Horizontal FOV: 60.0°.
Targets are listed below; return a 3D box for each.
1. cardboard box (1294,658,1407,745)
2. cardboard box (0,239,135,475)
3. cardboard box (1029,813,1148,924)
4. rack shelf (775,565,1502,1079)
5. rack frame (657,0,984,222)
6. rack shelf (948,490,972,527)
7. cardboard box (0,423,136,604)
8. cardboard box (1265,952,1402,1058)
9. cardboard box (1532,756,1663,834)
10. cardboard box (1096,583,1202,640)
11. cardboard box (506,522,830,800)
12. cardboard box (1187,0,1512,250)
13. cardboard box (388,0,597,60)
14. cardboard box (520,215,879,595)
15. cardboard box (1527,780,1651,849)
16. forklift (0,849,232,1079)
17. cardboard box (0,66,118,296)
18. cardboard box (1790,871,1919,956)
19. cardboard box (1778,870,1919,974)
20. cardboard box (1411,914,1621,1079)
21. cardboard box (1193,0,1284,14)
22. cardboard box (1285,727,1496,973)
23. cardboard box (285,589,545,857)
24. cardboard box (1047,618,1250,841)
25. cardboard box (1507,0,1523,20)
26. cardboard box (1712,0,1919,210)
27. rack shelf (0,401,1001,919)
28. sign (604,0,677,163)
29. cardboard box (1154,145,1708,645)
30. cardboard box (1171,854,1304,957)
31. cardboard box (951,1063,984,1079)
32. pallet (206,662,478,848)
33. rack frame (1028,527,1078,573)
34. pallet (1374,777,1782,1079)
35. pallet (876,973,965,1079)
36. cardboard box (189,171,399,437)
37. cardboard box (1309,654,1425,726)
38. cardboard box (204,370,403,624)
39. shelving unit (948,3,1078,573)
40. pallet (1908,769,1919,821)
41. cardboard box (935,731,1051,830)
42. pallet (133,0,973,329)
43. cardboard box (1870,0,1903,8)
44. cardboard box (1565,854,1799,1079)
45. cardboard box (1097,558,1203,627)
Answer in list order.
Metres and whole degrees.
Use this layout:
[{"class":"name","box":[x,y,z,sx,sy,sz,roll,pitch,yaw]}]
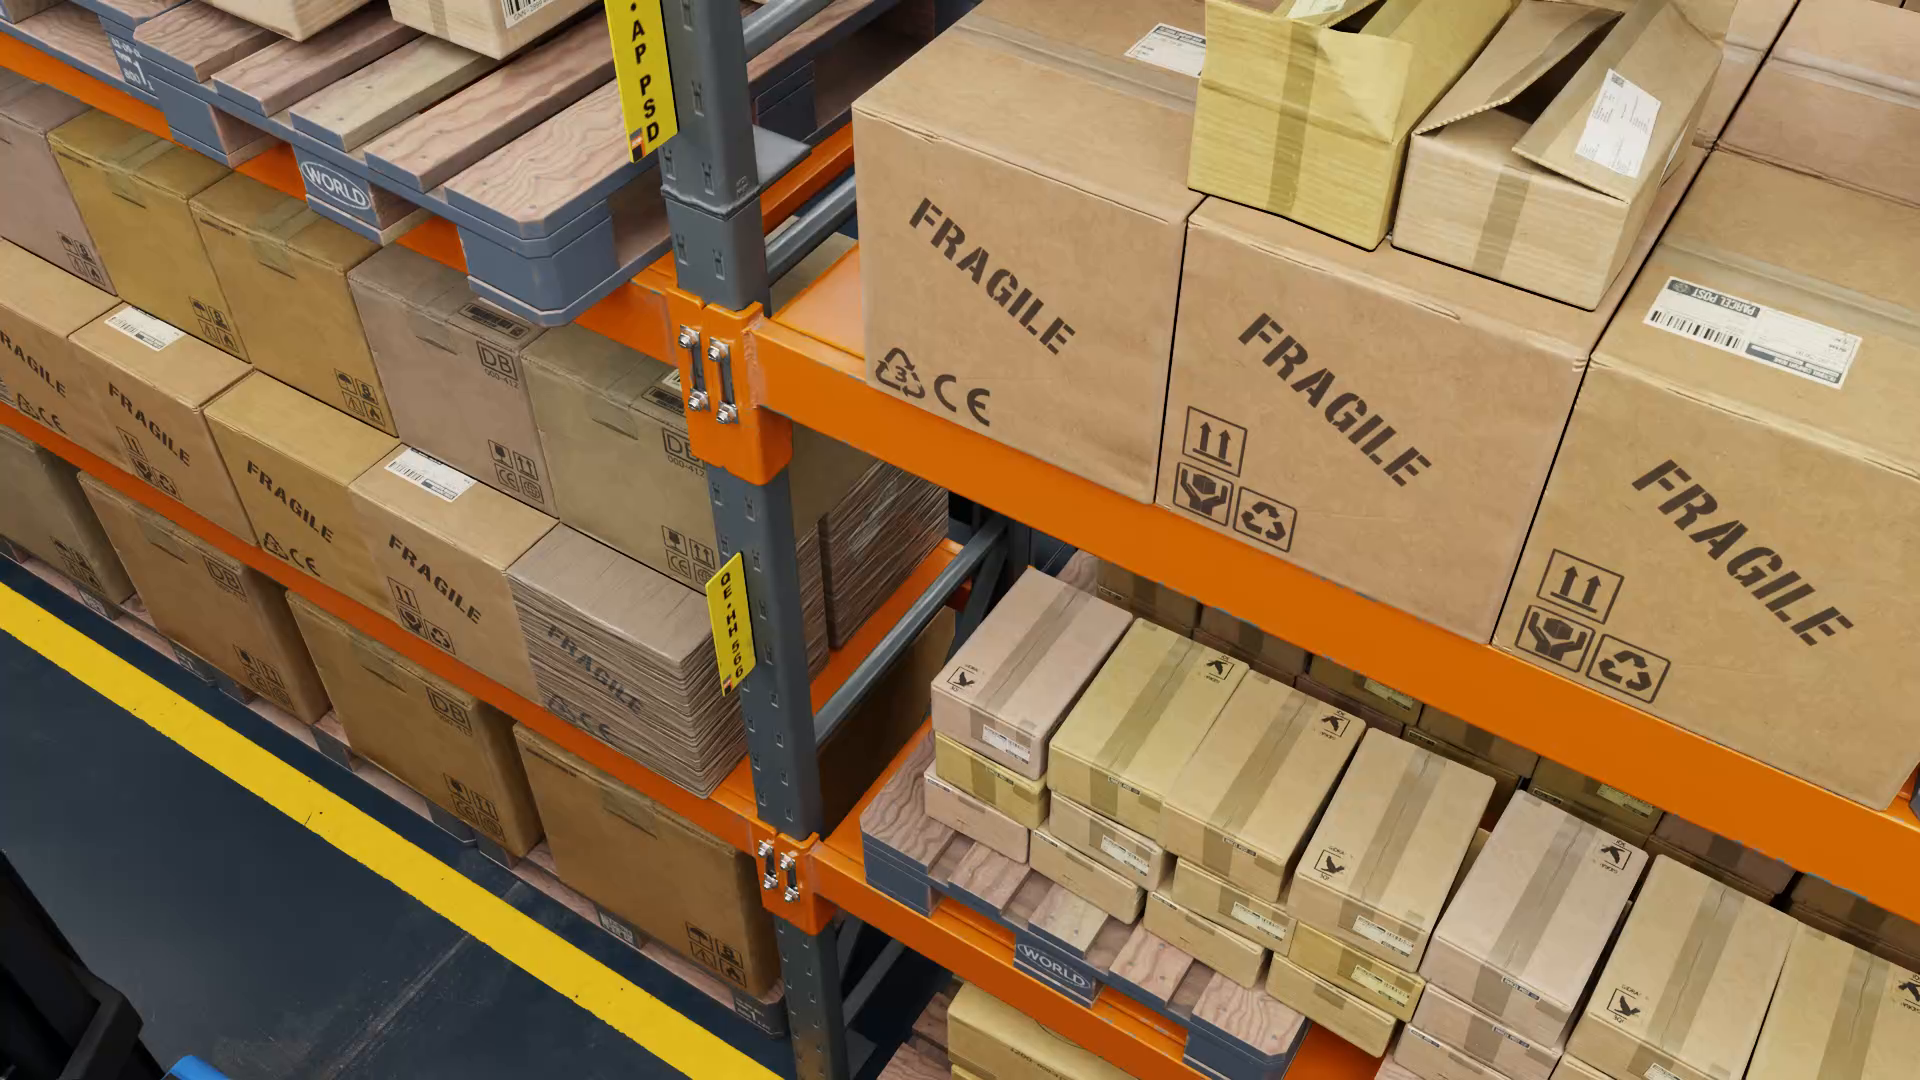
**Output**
[{"class":"cardboard box","box":[0.947,0.285,3.764,0.250,0.149,0.380,26,51,23]},{"class":"cardboard box","box":[-2.366,-0.594,4.666,0.500,0.500,0.500,24,51,22]},{"class":"cardboard box","box":[0.353,0.574,3.483,0.250,0.149,0.380,27,52,24]},{"class":"rack shelf","box":[1.543,1.258,3.437,4.000,0.370,1.077,25,51,22]},{"class":"rack frame","box":[-0.141,-1.857,1.780,0.127,3.000,1.000,25,51,22]},{"class":"rack shelf","box":[0.139,-0.170,5.946,0.480,0.518,0.431,25,51,22]},{"class":"cardboard box","box":[-2.937,-0.492,5.912,0.750,0.750,1.050,24,51,22]},{"class":"cardboard box","box":[0.808,0.781,3.282,0.250,0.149,0.380,27,52,24]},{"class":"cardboard box","box":[1.388,0.385,3.459,0.250,0.149,0.380,24,51,22]},{"class":"cardboard box","box":[0.523,0.088,3.955,0.250,0.149,0.380,26,51,23]},{"class":"cardboard box","box":[-0.665,0.186,3.908,0.500,0.500,0.500,25,51,22]},{"class":"cardboard box","box":[0.485,-0.591,2.038,0.258,0.266,0.396,25,51,22]},{"class":"cardboard box","box":[-0.764,-1.011,2.850,0.250,0.166,0.380,25,51,22]},{"class":"cardboard box","box":[-0.513,-0.330,3.712,0.500,0.500,0.700,24,51,22]},{"class":"cardboard box","box":[1.383,0.487,3.568,0.250,0.149,0.380,23,50,20]},{"class":"forklift","box":[-2.570,0.903,3.329,3.031,2.935,1.130,23,50,21]},{"class":"cardboard box","box":[-2.227,-1.116,4.476,0.500,0.500,0.700,25,51,22]},{"class":"cardboard box","box":[1.825,0.585,3.265,0.250,0.149,0.380,24,50,21]},{"class":"cardboard box","box":[1.831,0.691,3.369,0.250,0.149,0.380,23,50,20]},{"class":"cardboard box","box":[1.035,0.779,3.077,0.250,0.149,0.380,25,51,22]},{"class":"cardboard box","box":[0.477,-0.779,2.754,0.500,0.500,0.500,25,51,22]},{"class":"cardboard box","box":[0.798,0.566,3.076,0.250,0.149,0.380,23,50,21]},{"class":"cardboard box","box":[-1.342,0.244,5.197,0.750,0.750,1.050,25,51,23]},{"class":"cardboard box","box":[0.371,0.366,3.271,0.250,0.149,0.380,23,50,21]},{"class":"cardboard box","box":[0.780,-0.924,2.362,0.258,0.266,0.396,25,51,22]},{"class":"cardboard box","box":[1.324,-0.397,2.383,0.500,0.500,0.500,25,51,22]},{"class":"rack shelf","box":[-1.824,-0.290,4.942,4.000,0.370,1.077,25,51,22]},{"class":"sign","box":[-0.447,-0.688,2.320,0.005,0.325,0.100,25,51,22]},{"class":"cardboard box","box":[0.621,-0.276,2.265,0.500,0.500,0.500,25,51,22]},{"class":"cardboard box","box":[0.614,0.584,3.266,0.250,0.149,0.380,23,50,21]},{"class":"cardboard box","box":[0.317,1.386,4.262,0.500,0.500,0.500,23,50,21]},{"class":"pallet","box":[-1.786,0.381,5.732,1.213,0.211,1.003,25,51,22]},{"class":"rack frame","box":[0.345,-0.573,5.343,0.015,2.100,0.400,25,51,22]},{"class":"pallet","box":[1.548,1.042,3.280,1.213,0.211,1.003,25,51,22]},{"class":"pallet","box":[0.516,1.509,4.637,1.213,0.211,1.003,25,51,22]},{"class":"cardboard box","box":[-1.373,-0.722,4.093,0.500,0.500,0.700,24,50,22]},{"class":"cardboard box","box":[0.969,0.190,3.649,0.250,0.149,0.380,26,51,23]},{"class":"cardboard box","box":[-1.505,-0.201,4.284,0.500,0.500,0.500,24,50,21]},{"class":"shelving unit","box":[0.139,-0.668,5.435,0.503,2.100,0.431,25,51,22]},{"class":"pallet","box":[1.889,0.099,2.102,1.003,0.211,1.213,25,51,22]},{"class":"cardboard box","box":[0.158,0.379,3.465,0.250,0.149,0.380,27,52,24]},{"class":"pallet","box":[-0.711,-0.963,3.135,1.003,0.211,1.213,27,52,24]},{"class":"cardboard box","box":[3.320,-2.206,6.232,0.500,0.500,0.500,23,50,21]},{"class":"cardboard box","box":[1.251,0.771,2.877,0.250,0.149,0.380,26,51,23]},{"class":"cardboard box","box":[0.521,-0.013,3.846,0.250,0.149,0.380,26,51,23]}]
